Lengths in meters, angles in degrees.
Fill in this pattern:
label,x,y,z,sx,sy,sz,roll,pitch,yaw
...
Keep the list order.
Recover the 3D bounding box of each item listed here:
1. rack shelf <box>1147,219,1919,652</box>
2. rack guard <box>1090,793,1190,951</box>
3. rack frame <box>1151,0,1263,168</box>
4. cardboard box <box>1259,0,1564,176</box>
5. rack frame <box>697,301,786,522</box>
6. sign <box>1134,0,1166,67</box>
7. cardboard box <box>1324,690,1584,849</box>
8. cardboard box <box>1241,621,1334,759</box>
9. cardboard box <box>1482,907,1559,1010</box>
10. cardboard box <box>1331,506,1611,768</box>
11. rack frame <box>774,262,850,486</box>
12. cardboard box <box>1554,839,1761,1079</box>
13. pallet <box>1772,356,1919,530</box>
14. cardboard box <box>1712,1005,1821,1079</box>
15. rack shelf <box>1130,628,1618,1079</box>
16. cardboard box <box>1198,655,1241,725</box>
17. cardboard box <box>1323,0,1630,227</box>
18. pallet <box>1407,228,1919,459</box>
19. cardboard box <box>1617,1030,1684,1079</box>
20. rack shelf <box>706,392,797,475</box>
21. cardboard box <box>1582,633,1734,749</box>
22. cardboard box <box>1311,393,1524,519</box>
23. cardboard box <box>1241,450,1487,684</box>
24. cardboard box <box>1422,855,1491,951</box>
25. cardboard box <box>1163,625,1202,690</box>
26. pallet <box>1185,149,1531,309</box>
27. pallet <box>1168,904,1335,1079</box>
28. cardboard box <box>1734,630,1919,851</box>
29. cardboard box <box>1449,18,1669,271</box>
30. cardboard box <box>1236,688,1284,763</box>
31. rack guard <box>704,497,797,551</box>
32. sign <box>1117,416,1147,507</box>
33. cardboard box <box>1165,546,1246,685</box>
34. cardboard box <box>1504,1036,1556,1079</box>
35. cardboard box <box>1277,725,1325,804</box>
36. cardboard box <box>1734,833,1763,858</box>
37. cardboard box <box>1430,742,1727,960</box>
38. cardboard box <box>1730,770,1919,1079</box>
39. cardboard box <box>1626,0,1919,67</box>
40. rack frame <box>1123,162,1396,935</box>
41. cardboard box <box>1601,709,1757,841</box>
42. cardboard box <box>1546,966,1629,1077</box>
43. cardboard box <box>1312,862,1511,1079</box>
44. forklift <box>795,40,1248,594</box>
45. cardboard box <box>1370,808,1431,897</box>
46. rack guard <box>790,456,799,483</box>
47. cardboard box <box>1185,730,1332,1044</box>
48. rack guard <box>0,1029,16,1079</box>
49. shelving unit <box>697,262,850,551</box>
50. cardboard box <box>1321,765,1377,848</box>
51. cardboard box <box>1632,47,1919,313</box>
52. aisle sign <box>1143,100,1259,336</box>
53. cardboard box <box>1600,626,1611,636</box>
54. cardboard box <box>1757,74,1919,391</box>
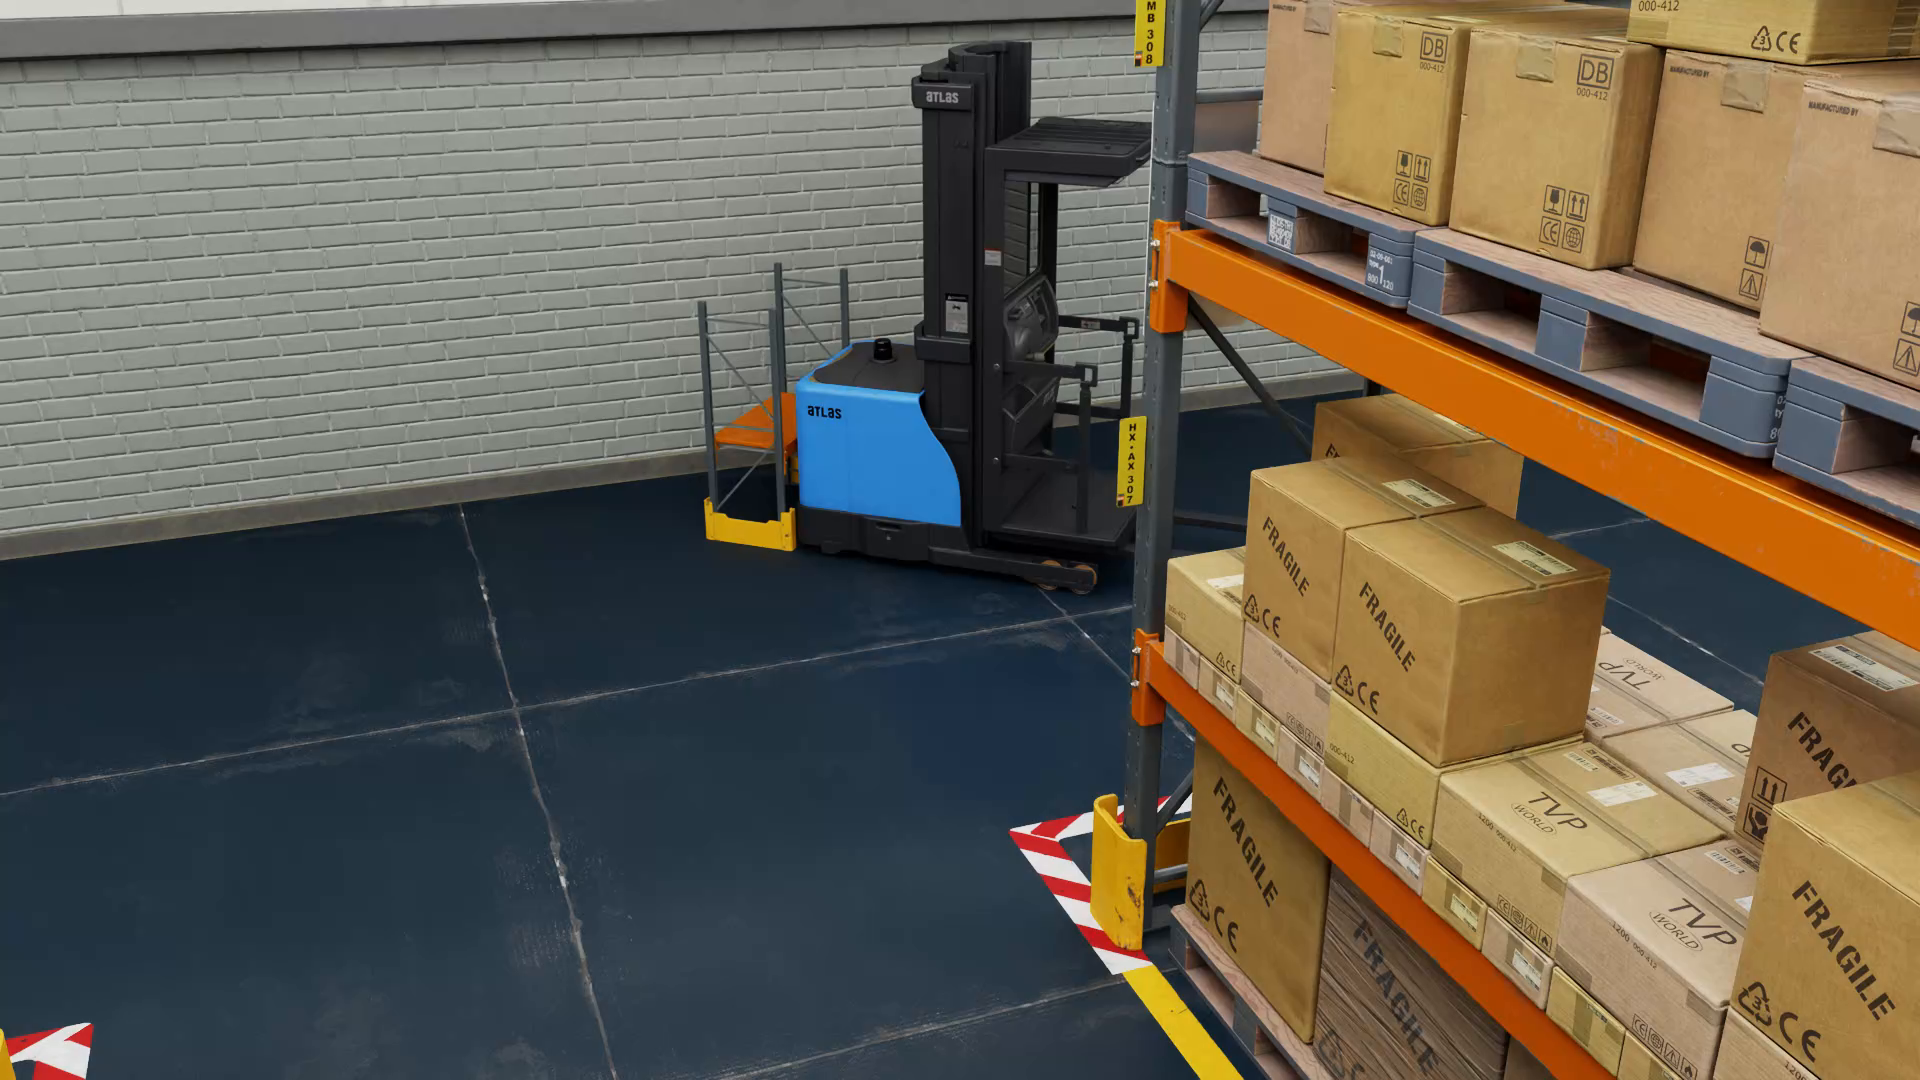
label,x,y,z,sx,sy,sz,roll,pitch,yaw
rack shelf,1.828,-0.236,4.011,1.077,0.370,4.000,-8,24,-19
rack guard,1.113,1.232,6.684,1.175,0.500,0.348,-8,24,-19
rack frame,1.122,-2.676,5.013,1.000,3.000,0.127,-8,24,-19
cardboard box,1.355,-1.398,5.044,0.700,0.500,0.500,-10,25,-22
rack frame,-1.288,-0.667,9.902,0.500,1.500,0.032,8,24,18
sign,0.600,-1.659,5.235,0.100,0.325,0.005,-8,24,-19
cardboard box,1.402,0.603,4.767,0.500,0.250,0.500,-9,25,-21
cardboard box,1.228,0.420,5.202,0.500,0.250,0.500,-9,24,-20
cardboard box,1.577,1.032,4.262,0.380,0.149,0.250,-8,24,-18
cardboard box,1.404,0.256,4.626,0.500,0.500,0.500,-9,24,-20
rack frame,-0.943,-1.039,10.784,0.500,1.500,0.032,8,24,18
cardboard box,1.767,0.976,3.881,0.500,0.250,0.500,-8,24,-18
pallet,2.255,-0.098,2.873,1.003,0.211,1.213,-8,24,-19
cardboard box,1.948,1.162,3.441,0.500,0.250,0.500,-8,24,-17
rack shelf,1.828,1.147,4.593,1.077,0.370,4.000,-8,24,-19
cardboard box,1.030,0.472,5.593,0.380,0.149,0.250,-9,24,-20
cardboard box,1.441,-1.177,4.520,0.700,0.500,0.500,-9,25,-21
pallet,1.828,-0.541,3.923,1.003,0.211,1.213,-8,24,-19
cardboard box,1.756,1.218,3.822,0.380,0.149,0.250,-8,24,-18
rack shelf,-1.116,-0.687,10.413,0.538,0.185,1.000,8,24,18
cardboard box,1.900,0.530,4.942,0.500,0.250,0.500,-9,25,-21
cardboard box,1.539,-0.184,5.669,0.500,0.500,0.500,-8,24,-18
cardboard box,1.215,0.068,5.071,0.500,0.500,0.500,-9,24,-20
cardboard box,1.483,0.937,4.488,0.380,0.149,0.250,-9,24,-20
cardboard box,0.938,0.379,5.813,0.380,0.149,0.250,-8,24,-18
pallet,1.393,-0.985,4.976,1.003,0.211,1.213,-8,24,-19
pallet,1.477,1.653,6.056,1.003,0.211,1.213,-8,24,-19
cardboard box,2.250,0.551,3.926,0.500,0.500,0.500,-9,25,-21
cardboard box,1.669,-0.996,4.090,0.700,0.500,0.500,-10,25,-23
cardboard box,1.121,0.565,5.372,0.380,0.149,0.250,-9,24,-20
rack guard,-1.282,-0.099,10.162,0.587,0.250,0.087,8,24,18
sign,0.600,-0.273,5.819,0.100,0.325,0.005,-8,24,-19
cardboard box,1.038,0.232,5.648,0.500,0.250,0.500,-9,24,-20
cardboard box,2.058,1.750,4.432,0.875,0.875,0.875,-8,24,-19
cardboard box,1.214,0.659,5.147,0.380,0.149,0.250,-9,24,-20
cardboard box,2.254,0.898,4.066,0.500,0.250,0.500,-8,24,-18
cardboard box,1.592,0.792,4.319,0.500,0.250,0.500,-9,24,-20
cardboard box,1.949,0.815,3.298,0.500,0.500,0.500,-8,24,-18
cardboard box,1.826,-1.190,3.585,0.500,0.250,0.500,-9,25,-21
rack frame,1.122,0.089,6.178,1.000,3.000,0.127,-8,24,-19
cardboard box,2.087,0.718,4.494,0.500,0.250,0.500,-8,24,-19
cardboard box,1.666,1.125,4.042,0.380,0.149,0.250,-9,24,-20
cardboard box,1.744,1.426,5.199,0.875,0.875,0.875,-8,24,-19
forklift,0.595,-1.272,9.493,3.031,2.935,1.130,8,24,17
cardboard box,1.395,0.845,4.706,0.380,0.149,0.250,-9,24,-20
rack guard,-0.944,-0.462,11.025,0.587,0.250,0.087,8,24,18
cardboard box,1.422,1.096,5.983,0.875,0.875,0.875,-8,24,-19
rack guard,-3.533,1.913,5.068,1.175,0.500,0.348,-8,24,-19
shelving unit,-1.113,-0.856,10.351,0.587,1.500,1.083,8,24,18
cardboard box,1.303,0.752,4.928,0.380,0.149,0.250,-9,24,-20
cardboard box,1.964,-0.808,3.644,0.700,0.500,0.500,-7,24,-17
aisle sign,0.815,-1.094,5.637,0.394,0.787,0.004,-8,24,-19
cardboard box,1.720,0.345,5.380,0.500,0.250,0.500,-9,24,-20
cardboard box,2.016,-0.598,3.147,0.700,0.500,0.500,-7,24,-16
